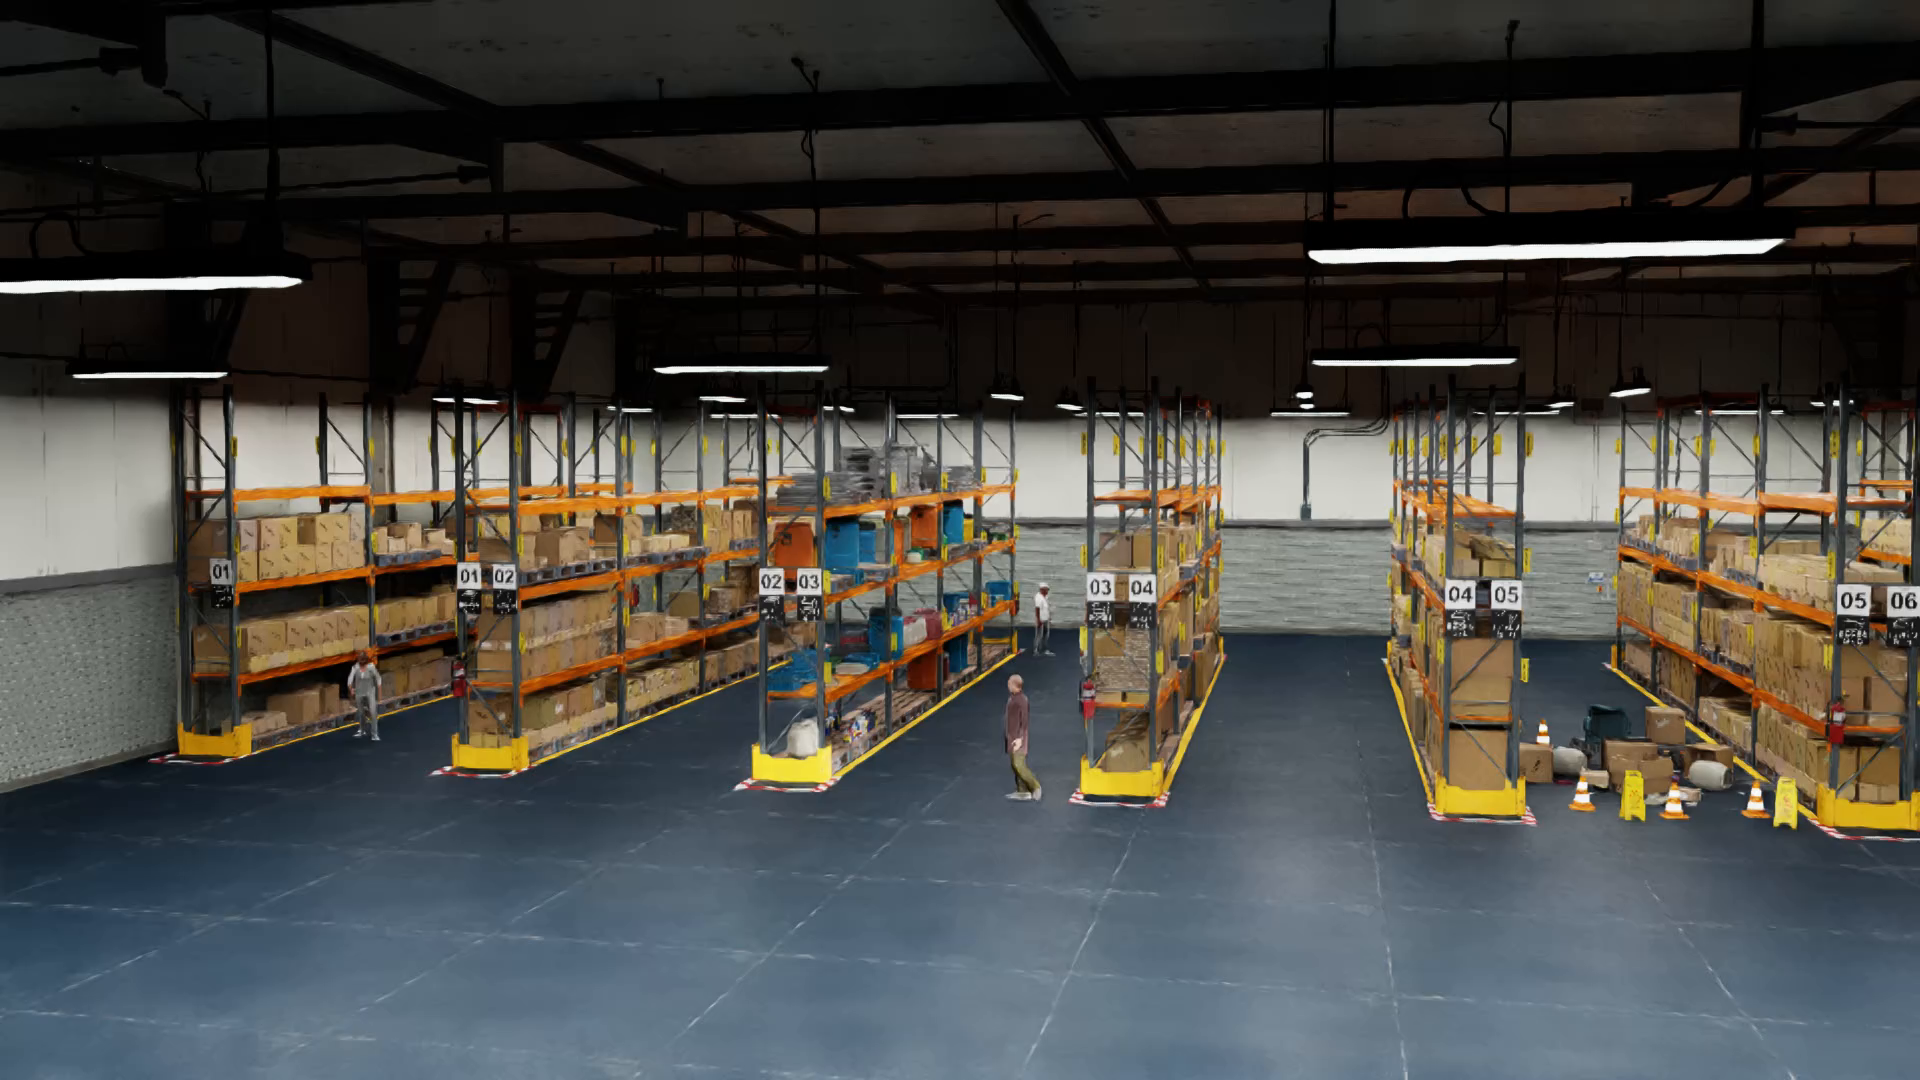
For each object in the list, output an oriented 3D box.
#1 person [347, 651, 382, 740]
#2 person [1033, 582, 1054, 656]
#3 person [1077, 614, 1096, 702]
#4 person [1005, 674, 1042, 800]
[{"bbox_3d":[-10.154,2.739,28.438,0.568,1.317,0.774,0,3,-7],"label":"person"},{"bbox_3d":[1.993,1.882,39.722,0.401,1.763,0.654,2,4,28],"label":"person"},{"bbox_3d":[2.489,2.268,32.640,0.494,1.785,0.616,3,4,41],"label":"person"},{"bbox_3d":[0.875,2.789,23.480,0.526,1.770,0.753,-1,3,-18],"label":"person"}]
